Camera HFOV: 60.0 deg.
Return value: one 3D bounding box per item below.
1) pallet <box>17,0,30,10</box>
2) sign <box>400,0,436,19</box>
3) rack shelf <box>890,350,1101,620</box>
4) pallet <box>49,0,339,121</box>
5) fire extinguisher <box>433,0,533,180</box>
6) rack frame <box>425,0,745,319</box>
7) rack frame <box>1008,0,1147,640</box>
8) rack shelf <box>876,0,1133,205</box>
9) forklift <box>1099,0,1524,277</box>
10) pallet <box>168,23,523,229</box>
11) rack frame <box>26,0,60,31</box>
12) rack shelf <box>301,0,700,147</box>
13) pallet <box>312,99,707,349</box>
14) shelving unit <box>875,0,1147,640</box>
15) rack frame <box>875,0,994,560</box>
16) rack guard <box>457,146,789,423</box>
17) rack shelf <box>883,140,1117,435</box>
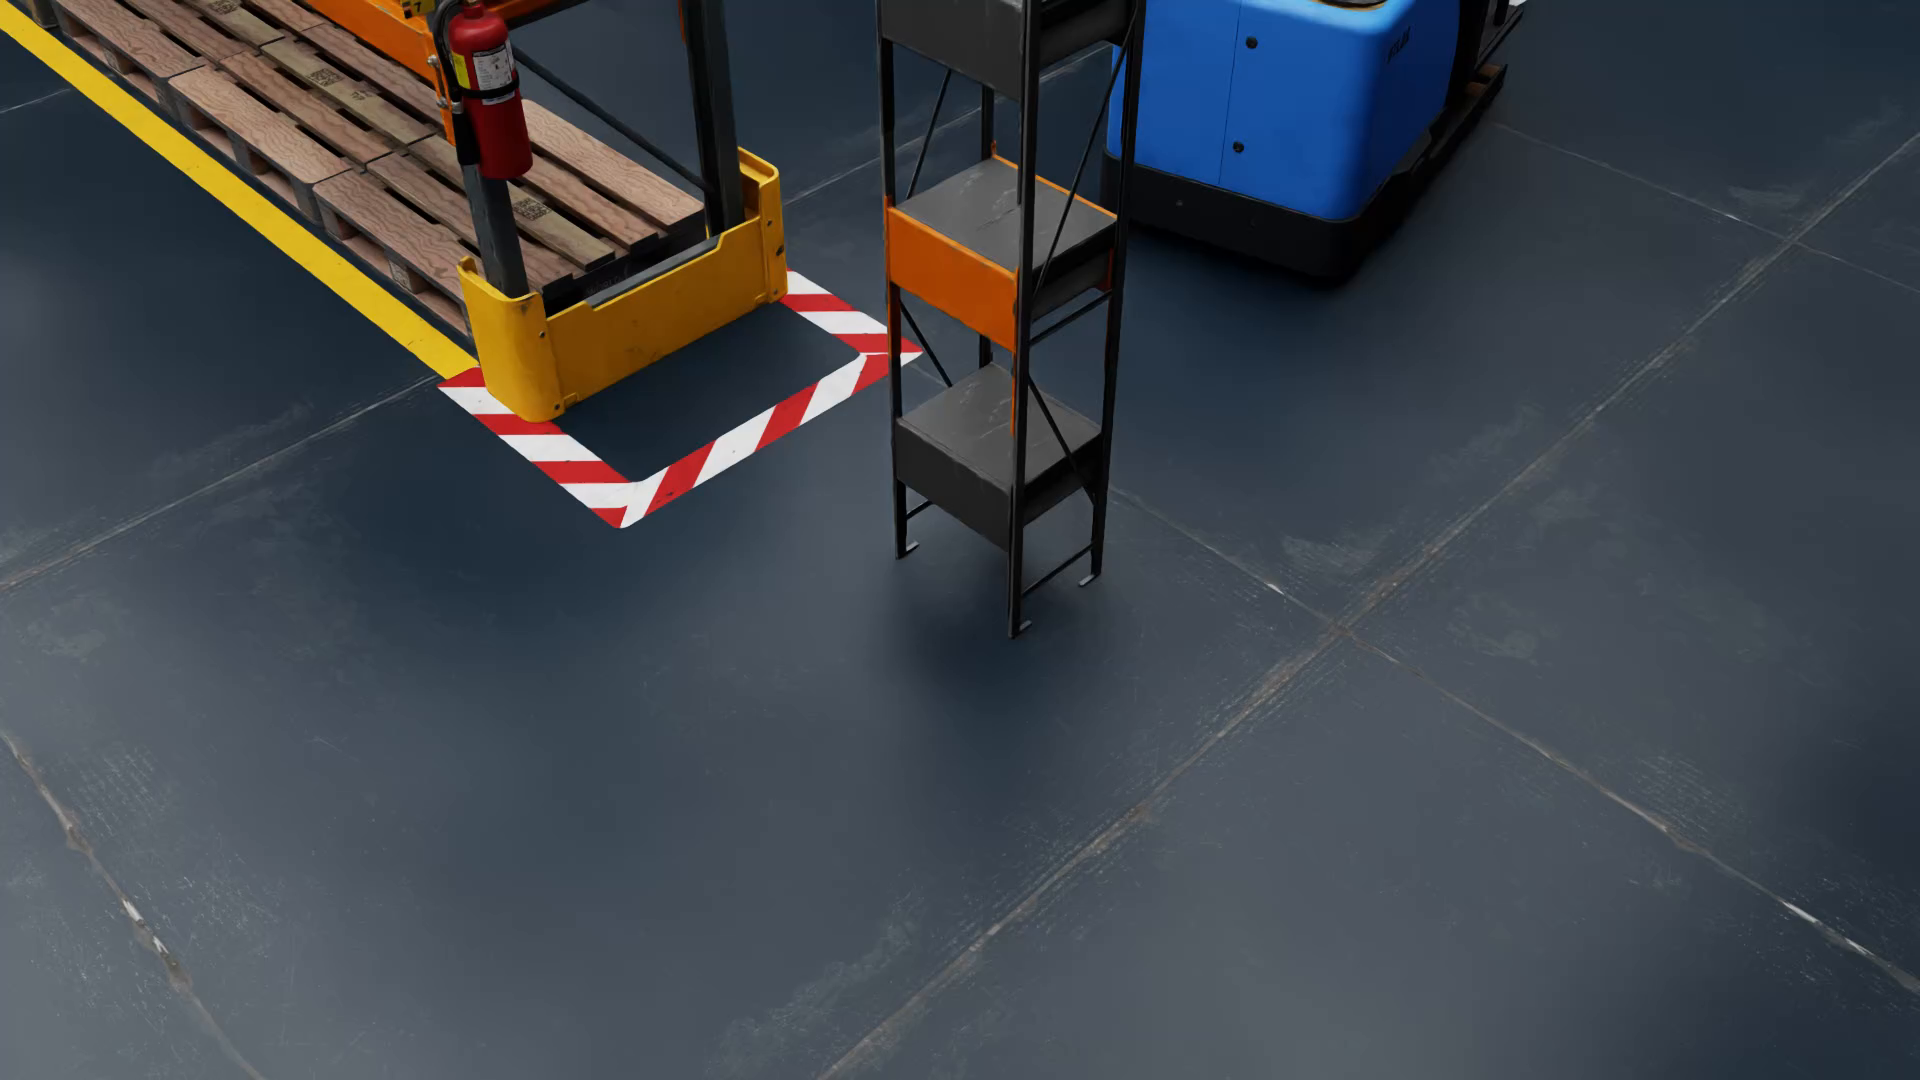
[{"bbox_3d":[-4.521,-3.139,8.491,1.003,0.211,1.213,-34,53,-31],"label":"pallet"},{"bbox_3d":[-1.559,-1.638,4.693,0.100,0.325,0.005,-34,53,-31],"label":"sign"},{"bbox_3d":[0.117,-0.167,4.936,0.431,0.518,0.480,-34,53,-31],"label":"rack shelf"},{"bbox_3d":[-3.459,-2.413,7.706,1.003,0.211,1.213,-34,53,-31],"label":"pallet"},{"bbox_3d":[-1.396,-1.394,4.880,0.296,0.674,0.183,-34,53,-31],"label":"fire extinguisher"},{"bbox_3d":[-1.181,-1.850,5.042,1.000,3.000,0.127,-34,53,-31],"label":"rack frame"},{"bbox_3d":[0.289,-0.574,4.324,0.400,2.100,0.015,-34,53,-31],"label":"rack frame"},{"bbox_3d":[0.117,-1.196,3.986,0.431,0.518,0.480,-34,53,-31],"label":"rack shelf"},{"bbox_3d":[1.743,-3.039,6.379,1.130,2.935,3.031,22,47,22],"label":"forklift"},{"bbox_3d":[-2.593,-1.827,7.071,1.003,0.211,1.213,-34,53,-31],"label":"pallet"},{"bbox_3d":[-4.005,-3.772,7.122,1.000,3.000,0.127,-34,53,-31],"label":"rack frame"},{"bbox_3d":[-2.593,-2.547,6.326,1.077,0.370,4.000,-34,53,-31],"label":"rack shelf"},{"bbox_3d":[-1.736,-1.241,6.437,1.003,0.211,1.213,-34,53,-31],"label":"pallet"},{"bbox_3d":[0.117,-0.692,4.451,0.431,2.100,0.503,-34,53,-31],"label":"shelving unit"},{"bbox_3d":[-0.055,-0.809,4.578,0.400,2.100,0.015,-34,53,-31],"label":"rack frame"},{"bbox_3d":[-1.155,-0.927,5.884,1.175,0.500,0.348,-34,53,-31],"label":"rack guard"},{"bbox_3d":[0.117,-0.682,4.461,0.431,0.518,0.480,-34,53,-31],"label":"rack shelf"}]
